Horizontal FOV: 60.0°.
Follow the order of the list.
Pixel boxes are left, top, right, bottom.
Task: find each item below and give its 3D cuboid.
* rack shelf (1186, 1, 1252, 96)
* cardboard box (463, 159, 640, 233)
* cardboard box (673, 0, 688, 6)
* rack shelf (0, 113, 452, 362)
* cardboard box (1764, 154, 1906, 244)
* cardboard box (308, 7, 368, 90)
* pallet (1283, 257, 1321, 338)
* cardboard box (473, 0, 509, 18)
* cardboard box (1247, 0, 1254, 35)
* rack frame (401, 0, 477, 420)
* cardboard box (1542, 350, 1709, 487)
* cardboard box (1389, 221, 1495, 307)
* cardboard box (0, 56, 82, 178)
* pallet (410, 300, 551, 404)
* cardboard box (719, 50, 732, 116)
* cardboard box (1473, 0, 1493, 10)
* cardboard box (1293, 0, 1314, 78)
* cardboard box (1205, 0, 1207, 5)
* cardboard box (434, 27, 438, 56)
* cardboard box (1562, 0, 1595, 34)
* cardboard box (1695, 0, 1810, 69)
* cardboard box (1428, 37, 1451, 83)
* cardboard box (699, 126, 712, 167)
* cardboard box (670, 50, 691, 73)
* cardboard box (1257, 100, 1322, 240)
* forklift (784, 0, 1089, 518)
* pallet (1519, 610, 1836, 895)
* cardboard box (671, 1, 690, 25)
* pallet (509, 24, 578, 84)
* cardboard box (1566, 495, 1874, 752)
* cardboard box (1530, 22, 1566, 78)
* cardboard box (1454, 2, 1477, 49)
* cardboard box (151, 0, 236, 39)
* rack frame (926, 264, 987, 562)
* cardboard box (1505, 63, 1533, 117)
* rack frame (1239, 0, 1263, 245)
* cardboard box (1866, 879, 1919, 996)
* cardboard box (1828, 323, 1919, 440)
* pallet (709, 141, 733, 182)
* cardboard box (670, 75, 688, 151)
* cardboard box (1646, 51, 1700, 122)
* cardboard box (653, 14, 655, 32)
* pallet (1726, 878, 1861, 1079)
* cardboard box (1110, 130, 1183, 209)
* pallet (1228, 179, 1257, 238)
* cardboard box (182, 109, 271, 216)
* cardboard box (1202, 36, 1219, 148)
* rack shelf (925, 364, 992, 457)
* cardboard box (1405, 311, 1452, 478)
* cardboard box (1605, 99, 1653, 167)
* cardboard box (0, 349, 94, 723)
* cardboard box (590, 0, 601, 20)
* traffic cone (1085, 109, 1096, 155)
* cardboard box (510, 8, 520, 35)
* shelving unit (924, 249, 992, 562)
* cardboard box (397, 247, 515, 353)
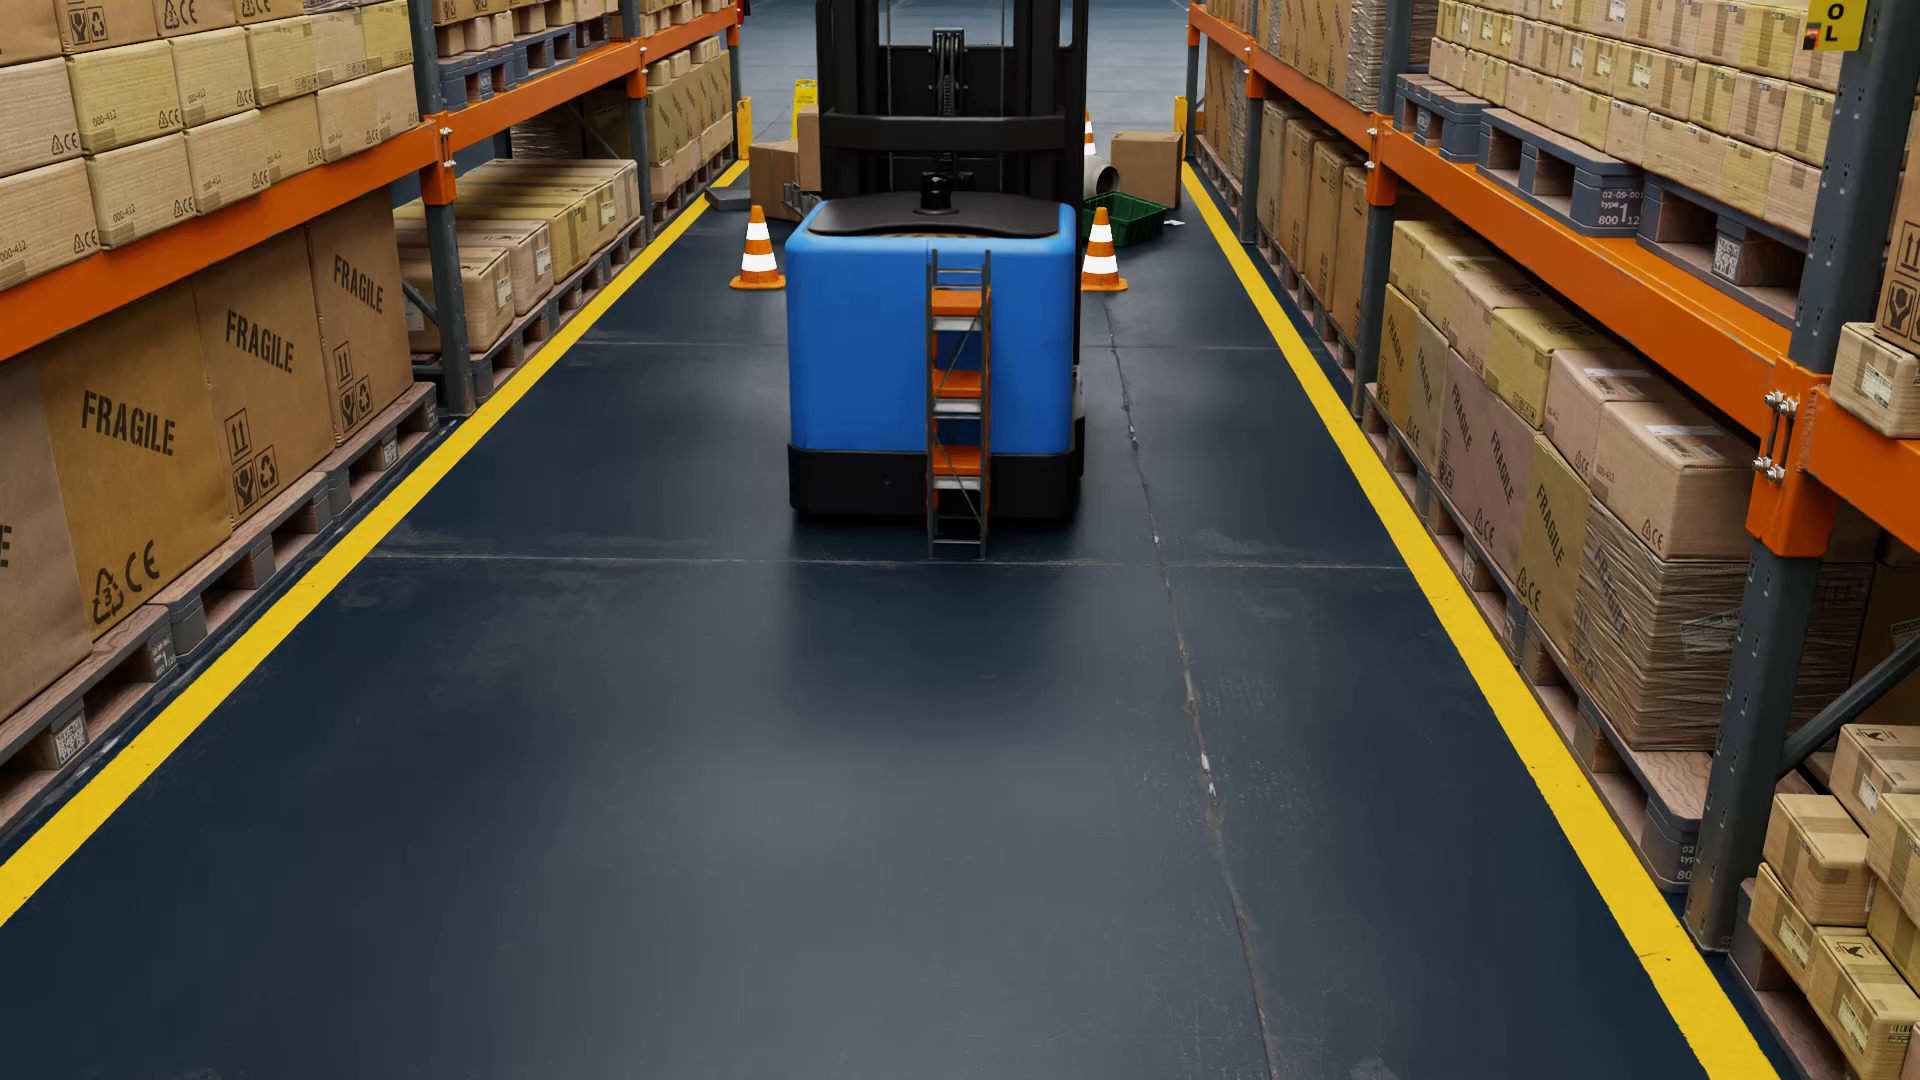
[{"bbox_3d":[2.443,-3.779,12.617,1.077,0.370,4.000,1,21,2],"label":"rack shelf"},{"bbox_3d":[-2.582,-2.190,10.580,0.950,0.372,0.625,1,21,2],"label":"cardboard box"},{"bbox_3d":[-2.257,-4.114,11.935,0.500,0.500,0.500,0,21,1],"label":"cardboard box"},{"bbox_3d":[-2.751,-0.905,5.208,1.077,0.370,4.000,1,21,2],"label":"rack shelf"},{"bbox_3d":[1.953,-0.723,3.513,0.380,0.149,0.250,0,21,0],"label":"cardboard box"},{"bbox_3d":[-2.463,-1.763,5.942,0.500,0.250,0.500,0,21,0],"label":"cardboard box"},{"bbox_3d":[2.399,-1.369,9.266,1.003,0.211,1.213,1,21,2],"label":"pallet"},{"bbox_3d":[-2.437,-2.693,7.692,0.500,0.500,0.500,2,21,4],"label":"cardboard box"},{"bbox_3d":[2.381,-3.595,10.940,0.875,0.550,0.550,1,21,2],"label":"cardboard box"},{"bbox_3d":[-2.691,-1.963,6.942,1.000,3.000,0.127,1,21,2],"label":"rack frame"},{"bbox_3d":[1.938,-0.337,4.588,0.500,0.250,0.500,2,21,4],"label":"cardboard box"},{"bbox_3d":[1.997,-1.079,6.500,0.500,0.250,0.500,0,21,-1],"label":"cardboard box"},{"bbox_3d":[-2.529,-1.025,4.040,0.500,0.250,0.500,1,21,2],"label":"cardboard box"},{"bbox_3d":[-2.665,-0.946,8.174,1.003,0.211,1.213,1,21,2],"label":"pallet"},{"bbox_3d":[-2.211,-3.827,13.928,0.500,0.500,0.500,1,21,2],"label":"cardboard box"},{"bbox_3d":[2.035,-1.950,5.853,0.380,0.149,0.250,1,21,1],"label":"cardboard box"},{"bbox_3d":[2.049,-2.704,8.713,0.500,0.500,0.500,1,21,2],"label":"cardboard box"},{"bbox_3d":[2.538,-4.773,13.976,0.875,0.550,0.550,1,21,2],"label":"cardboard box"},{"bbox_3d":[-2.495,-2.157,7.209,0.380,0.149,0.250,-1,21,-1],"label":"cardboard box"},{"bbox_3d":[2.003,-1.571,4.875,0.380,0.149,0.250,0,21,1],"label":"cardboard box"},{"bbox_3d":[1.973,-1.193,3.901,0.380,0.149,0.250,0,21,0],"label":"cardboard box"},{"bbox_3d":[2.045,-1.864,6.454,0.380,0.149,0.250,0,21,1],"label":"cardboard box"},{"bbox_3d":[-2.237,-3.098,13.087,0.500,0.250,0.500,0,21,0],"label":"cardboard box"},{"bbox_3d":[-2.198,-3.513,12.224,0.380,0.149,0.250,2,21,5],"label":"cardboard box"},{"bbox_3d":[2.453,-2.313,10.373,1.050,0.750,0.750,1,21,1],"label":"cardboard box"},{"bbox_3d":[-0.014,-1.934,6.962,1.130,2.935,3.031,1,21,4],"label":"forklift"},{"bbox_3d":[2.161,0.520,4.398,1.003,0.211,1.213,1,21,2],"label":"pallet"},{"bbox_3d":[-2.190,-3.865,12.191,0.380,0.149,0.250,1,21,2],"label":"cardboard box"},{"bbox_3d":[-2.671,-2.590,8.822,1.003,0.211,1.213,1,21,2],"label":"pallet"},{"bbox_3d":[1.909,0.200,4.241,0.500,0.500,0.500,0,21,1],"label":"cardboard box"},{"bbox_3d":[2.007,-1.524,5.166,0.380,0.149,0.250,0,21,1],"label":"cardboard box"},{"bbox_3d":[2.039,-1.892,6.113,0.380,0.149,0.250,2,21,4],"label":"cardboard box"},{"bbox_3d":[-2.497,-1.738,4.841,0.500,0.500,0.500,0,21,1],"label":"cardboard box"},{"bbox_3d":[-0.012,-0.417,5.651,0.200,1.050,0.008,1,21,4],"label":"rack frame"},{"bbox_3d":[2.017,-1.476,5.453,0.380,0.149,0.250,1,21,3],"label":"cardboard box"},{"bbox_3d":[2.382,-3.391,10.623,1.000,3.000,0.127,1,21,2],"label":"rack frame"},{"bbox_3d":[1.890,0.716,2.987,0.380,0.149,0.250,1,21,2],"label":"cardboard box"},{"bbox_3d":[1.803,-0.283,2.959,0.380,0.149,0.250,1,21,4],"label":"cardboard box"},{"bbox_3d":[-2.510,-3.235,14.074,1.003,0.211,1.213,1,21,2],"label":"pallet"},{"bbox_3d":[-2.277,-3.077,11.996,0.500,0.500,0.500,1,21,4],"label":"cardboard box"},{"bbox_3d":[1.975,-1.146,4.192,0.380,0.149,0.250,0,21,0],"label":"cardboard box"},{"bbox_3d":[-2.283,-3.494,11.236,0.380,0.149,0.250,1,21,3],"label":"cardboard box"},{"bbox_3d":[2.154,1.044,3.046,1.003,0.211,1.213,1,21,2],"label":"pallet"},{"bbox_3d":[1.403,-2.800,12.550,0.500,0.500,0.500,4,22,11],"label":"cardboard box"},{"bbox_3d":[2.483,-2.365,11.834,1.003,0.211,1.213,1,21,2],"label":"pallet"},{"bbox_3d":[-2.465,-1.156,5.069,0.500,0.250,0.500,0,21,1],"label":"cardboard box"},{"bbox_3d":[2.549,-3.797,14.025,0.875,0.875,0.875,1,21,2],"label":"cardboard box"},{"bbox_3d":[-0.004,-0.451,5.768,0.215,0.259,0.240,1,21,4],"label":"rack shelf"},{"bbox_3d":[1.972,-0.541,6.151,0.500,0.500,0.500,1,21,2],"label":"cardboard box"},{"bbox_3d":[1.980,-1.099,4.480,0.380,0.149,0.250,0,21,-1],"label":"cardboard box"},{"bbox_3d":[-2.873,0.053,4.103,0.875,0.875,0.875,1,21,3],"label":"cardboard box"},{"bbox_3d":[-2.306,-3.110,9.665,0.380,0.149,0.250,0,21,1],"label":"cardboard box"},{"bbox_3d":[1.068,-3.479,14.354,0.336,0.463,0.334,1,21,2],"label":"traffic cone"},{"bbox_3d":[-2.470,-2.647,8.472,0.380,0.149,0.250,1,21,4],"label":"cardboard box"},{"bbox_3d":[-0.004,-0.461,5.765,0.215,1.050,0.252,1,21,4],"label":"shelving unit"},{"bbox_3d":[-2.663,-1.138,7.867,0.950,0.372,0.625,-1,21,-2],"label":"cardboard box"}]
